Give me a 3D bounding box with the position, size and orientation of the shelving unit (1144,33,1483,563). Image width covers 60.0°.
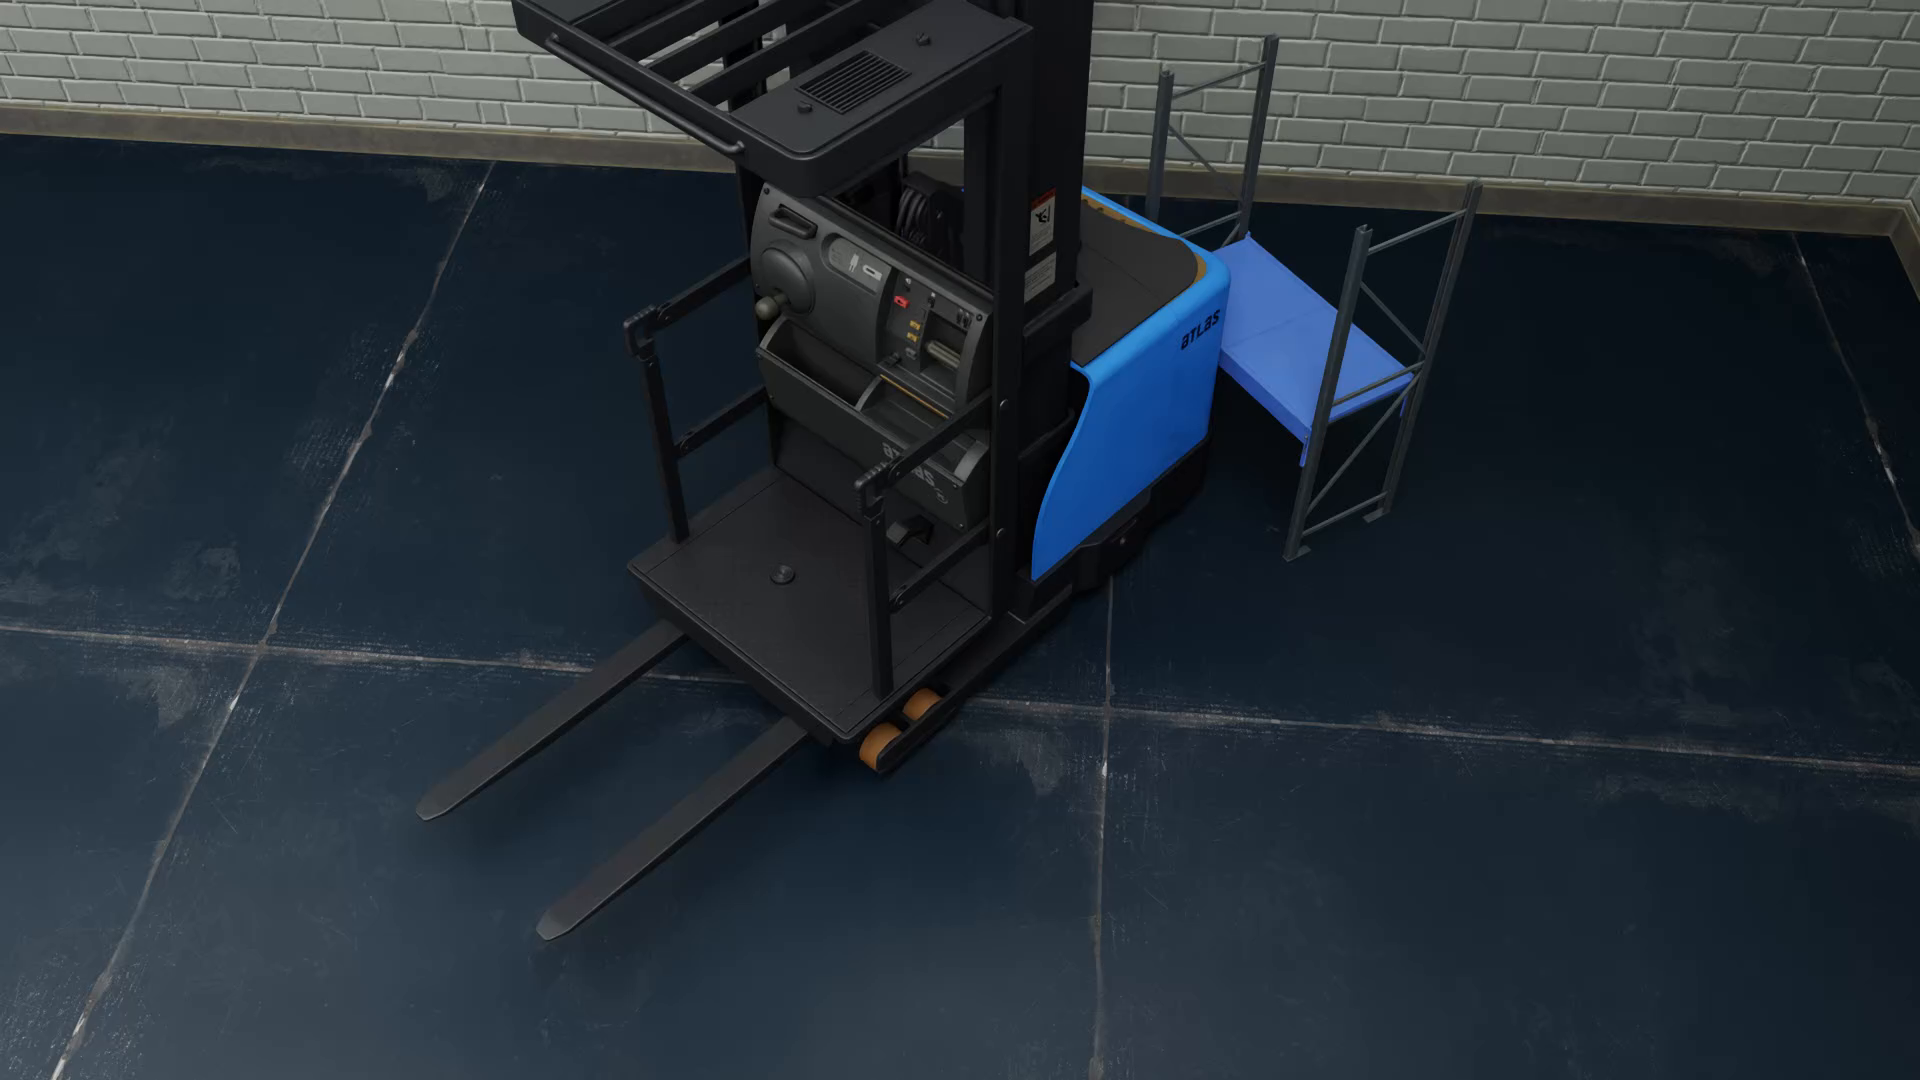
[{"bbox_3d":[1.160,-0.849,6.007,0.538,1.500,1.048,-24,52,-21],"label":"shelving unit"}]

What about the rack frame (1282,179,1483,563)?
[{"bbox_3d":[1.426,-0.529,5.714,0.500,1.500,0.032,-24,52,-21],"label":"rack frame"}]

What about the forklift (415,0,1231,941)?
[{"bbox_3d":[-0.428,-0.649,4.857,1.130,2.935,3.031,34,56,27],"label":"forklift"}]

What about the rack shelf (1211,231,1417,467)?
[{"bbox_3d":[1.159,-0.727,6.139,0.538,0.185,1.000,-24,52,-21],"label":"rack shelf"}]

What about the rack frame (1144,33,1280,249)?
[{"bbox_3d":[0.895,-1.169,6.300,0.500,1.500,0.032,-24,52,-21],"label":"rack frame"}]
